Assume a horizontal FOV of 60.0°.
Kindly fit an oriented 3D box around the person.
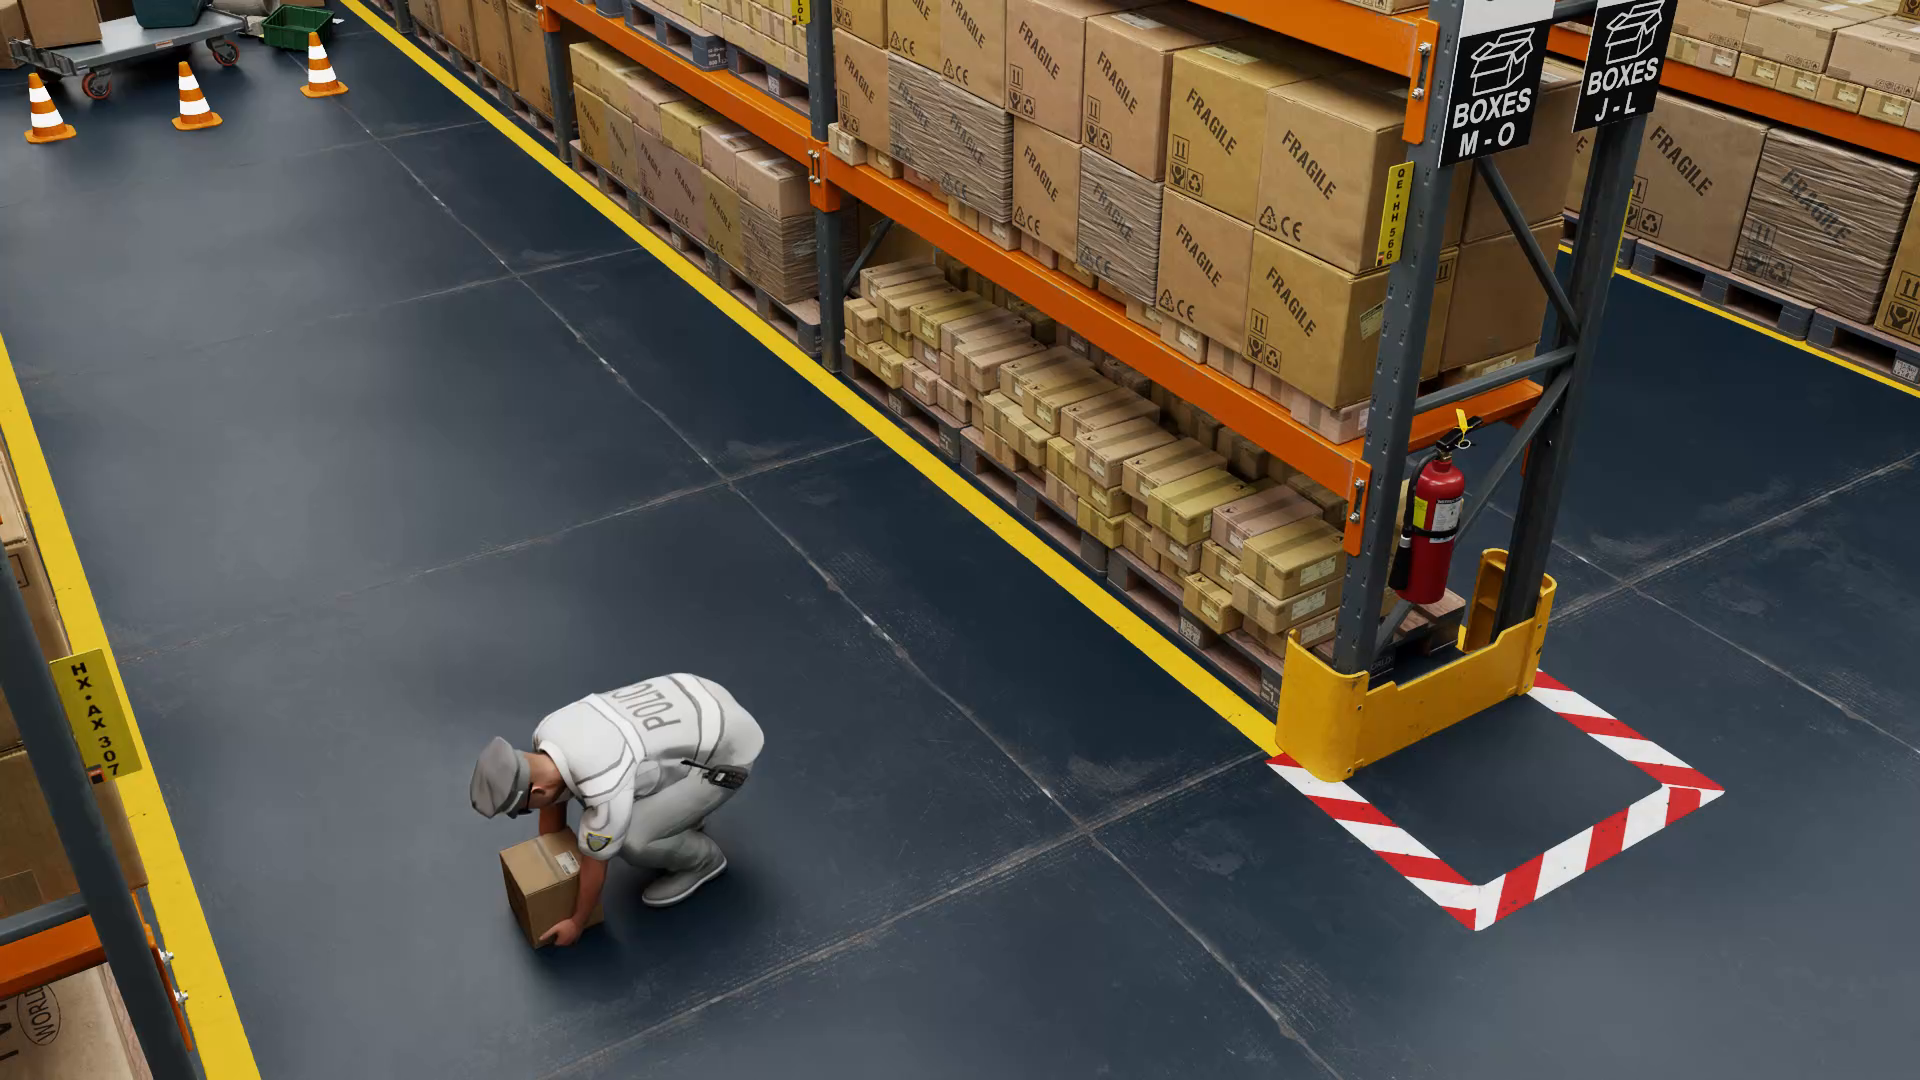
[{"bbox_3d":[-1.149,0.878,5.660,1.009,0.845,0.534,-20,37,-28],"label":"person"}]
